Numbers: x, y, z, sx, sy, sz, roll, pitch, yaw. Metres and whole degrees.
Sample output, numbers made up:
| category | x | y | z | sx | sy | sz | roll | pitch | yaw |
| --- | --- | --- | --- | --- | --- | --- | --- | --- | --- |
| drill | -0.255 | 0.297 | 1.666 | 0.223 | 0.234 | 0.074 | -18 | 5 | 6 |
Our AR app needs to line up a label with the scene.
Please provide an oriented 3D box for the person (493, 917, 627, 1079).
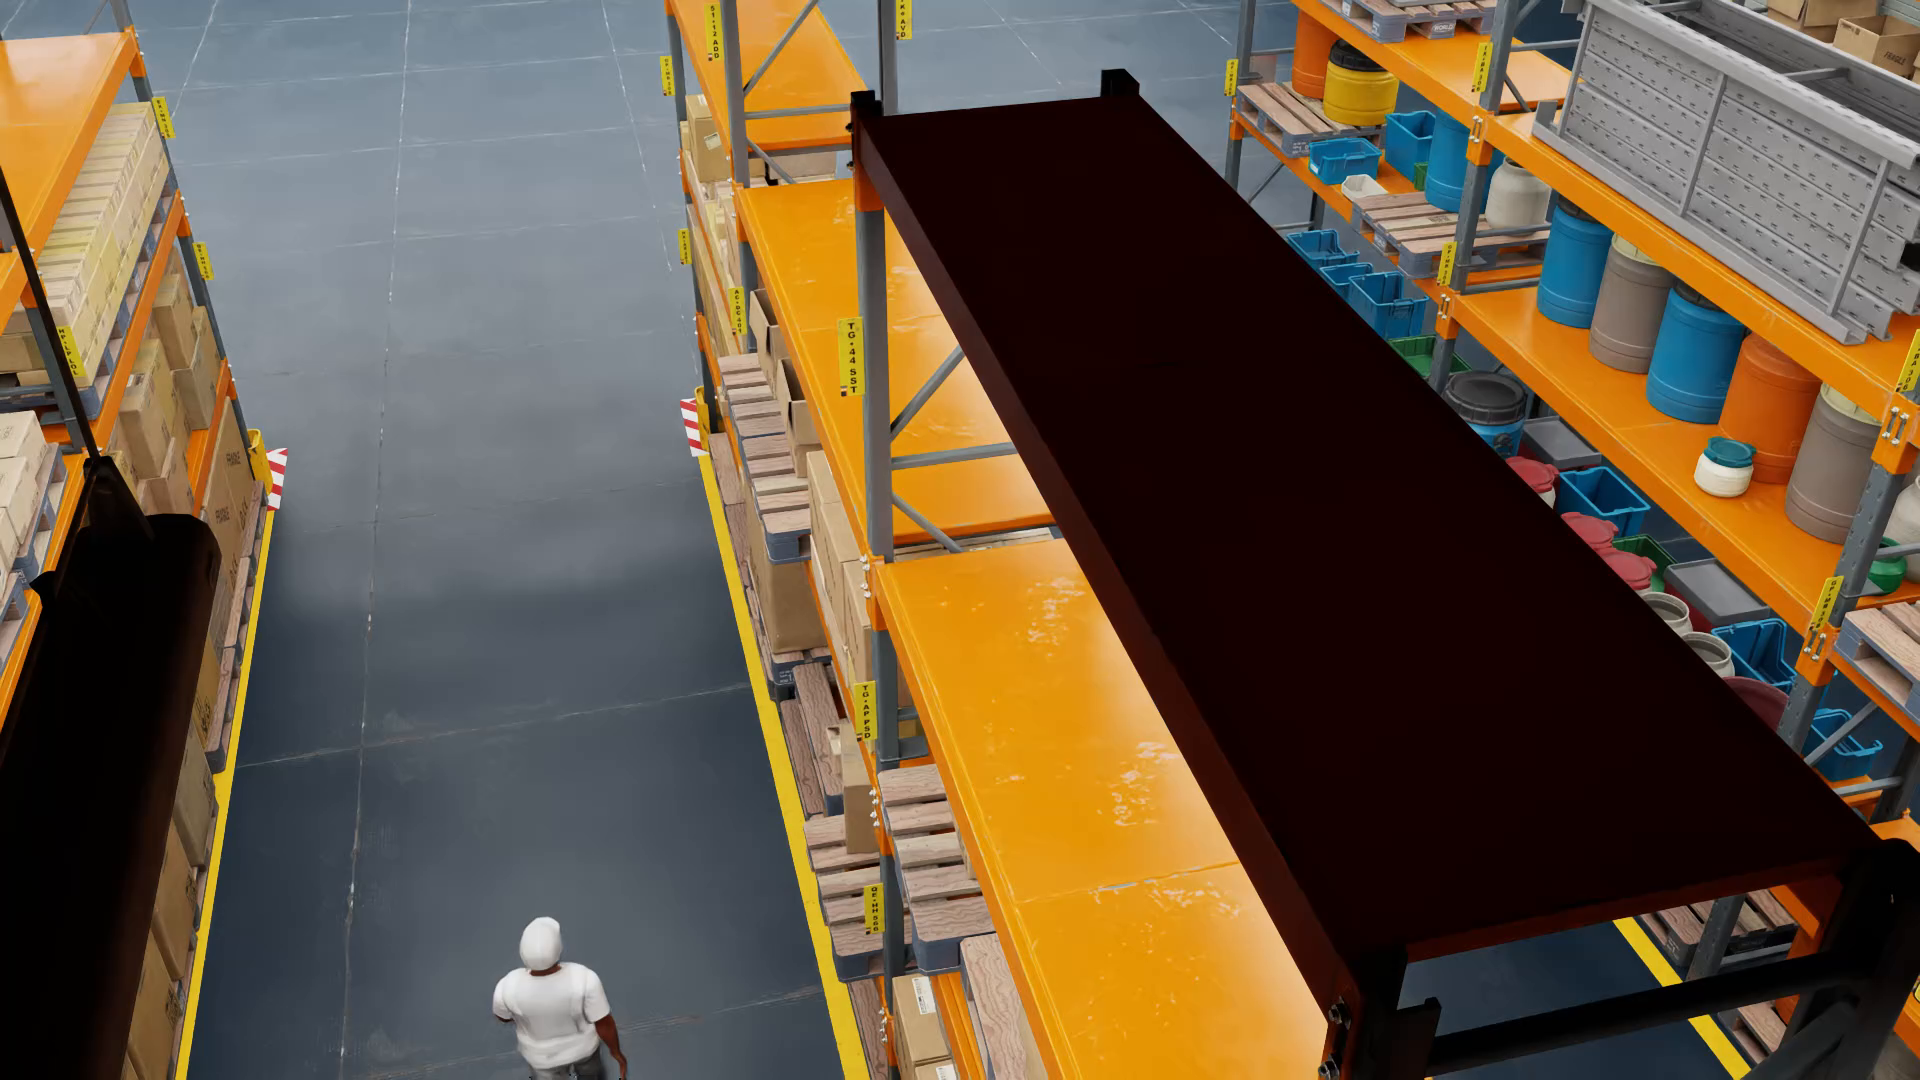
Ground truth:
| category | x | y | z | sx | sy | sz | roll | pitch | yaw |
| --- | --- | --- | --- | --- | --- | --- | --- | --- | --- |
| person | -2.129 | 2.564 | 8.785 | 0.589 | 1.695 | 1.067 | -13 | 37 | -19 |
